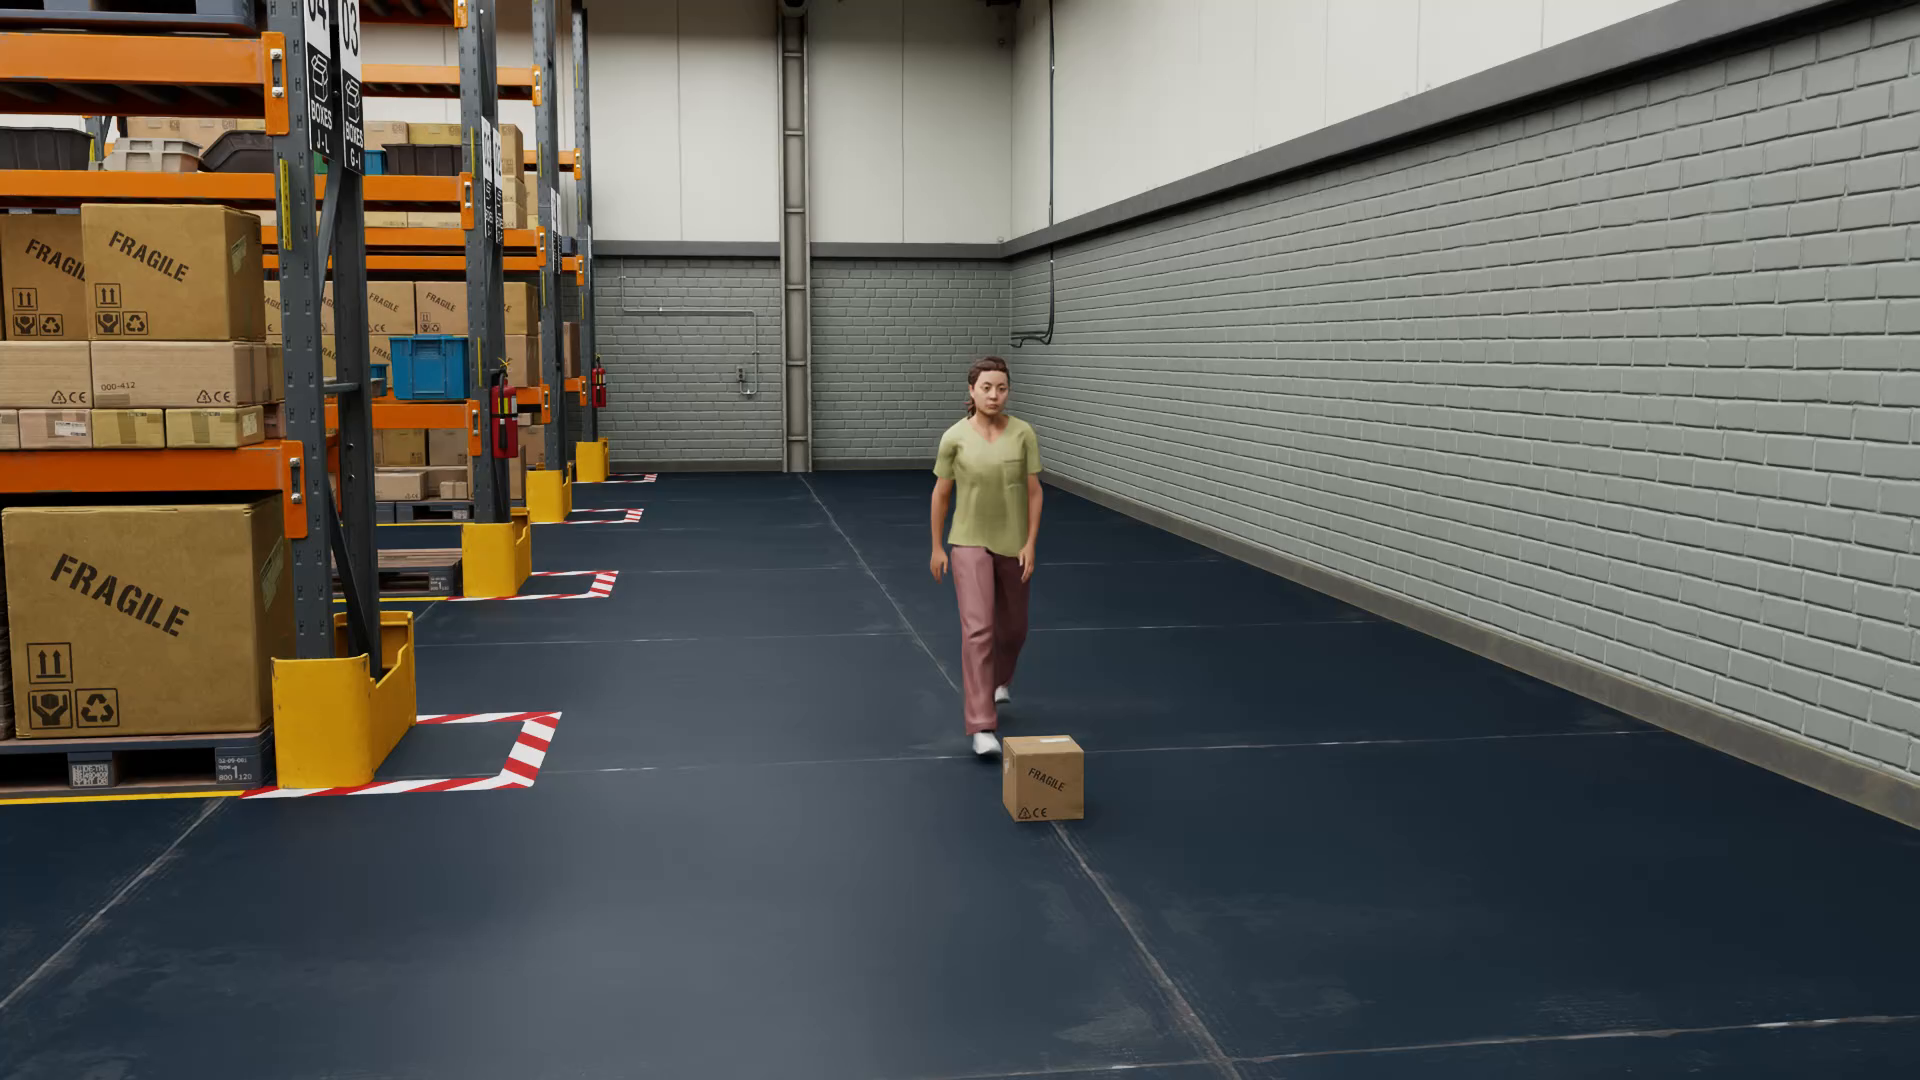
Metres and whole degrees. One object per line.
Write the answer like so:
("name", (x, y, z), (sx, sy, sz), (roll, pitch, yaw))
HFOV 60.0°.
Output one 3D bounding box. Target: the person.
("person", (0.115, 0.032, 7.094), (0.466, 1.631, 1.015), (-1, 7, -12))
